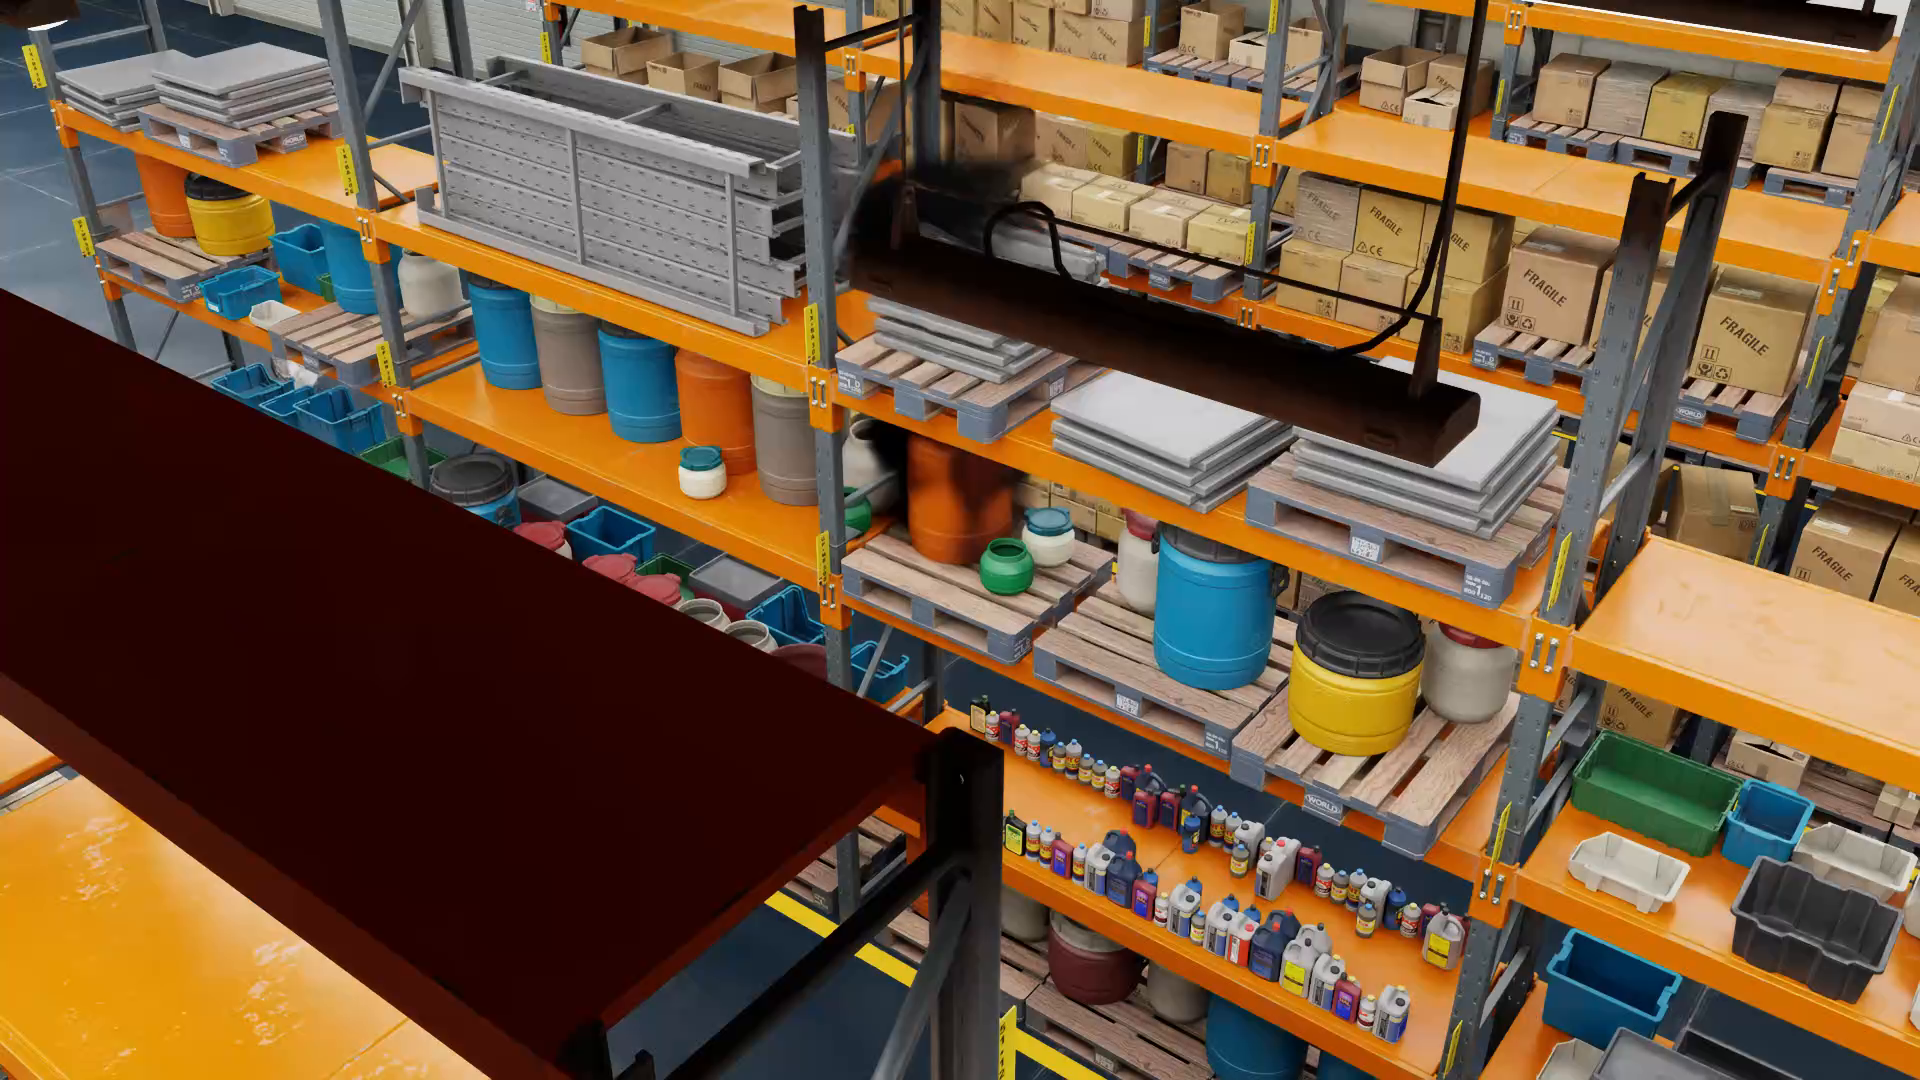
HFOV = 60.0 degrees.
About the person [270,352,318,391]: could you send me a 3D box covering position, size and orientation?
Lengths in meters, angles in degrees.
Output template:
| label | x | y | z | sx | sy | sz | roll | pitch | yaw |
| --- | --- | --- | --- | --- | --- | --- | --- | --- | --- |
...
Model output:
| label | x | y | z | sx | sy | sz | roll | pitch | yaw |
| --- | --- | --- | --- | --- | --- | --- | --- | --- | --- |
| person | -6.478 | -1.518 | 16.195 | 0.511 | 1.628 | 0.658 | 2 | 31 | 4 |
